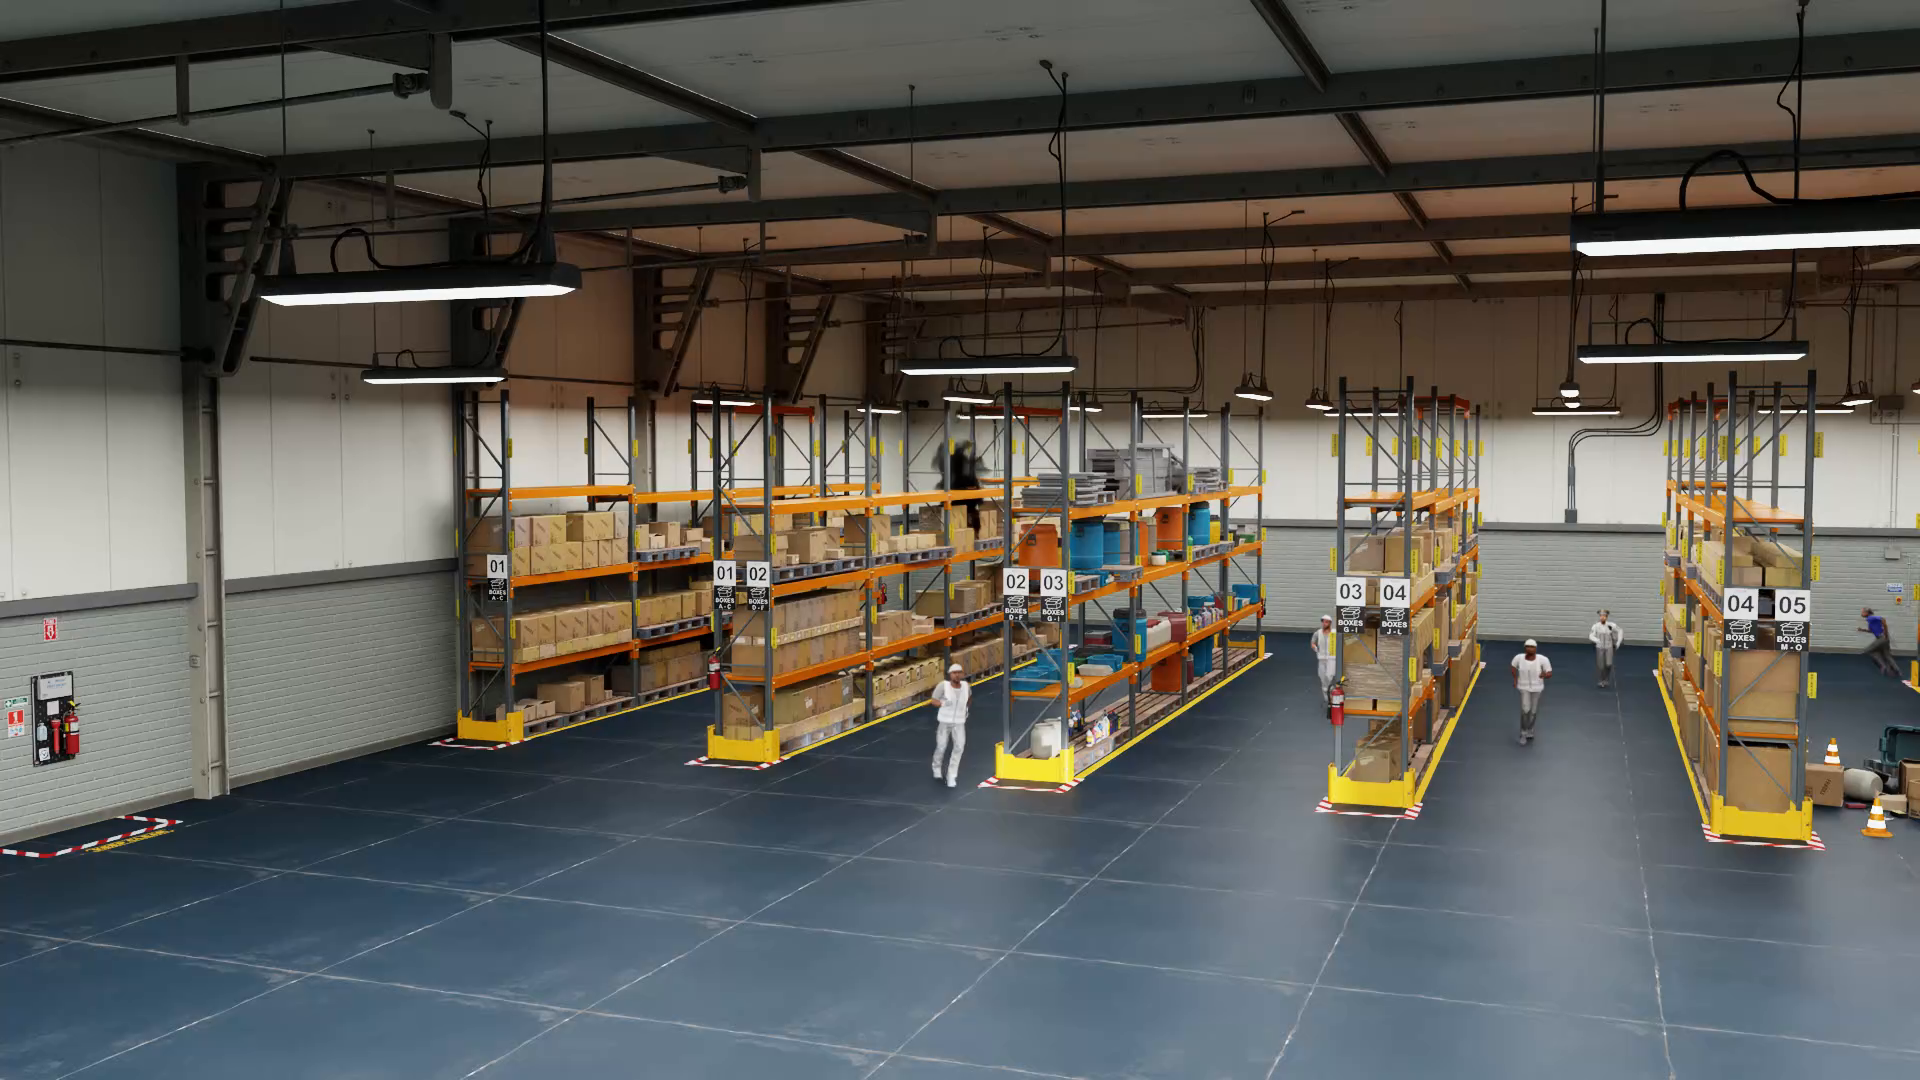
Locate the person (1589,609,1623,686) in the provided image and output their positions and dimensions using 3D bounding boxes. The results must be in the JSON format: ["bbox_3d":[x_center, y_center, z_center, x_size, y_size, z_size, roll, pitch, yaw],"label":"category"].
[{"bbox_3d":[13.414,2.253,34.556,0.628,1.639,0.758,2,3,26],"label":"person"}]

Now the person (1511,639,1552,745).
[{"bbox_3d":[9.698,2.585,28.225,0.661,1.825,0.749,1,3,16],"label":"person"}]

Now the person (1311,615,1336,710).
[{"bbox_3d":[7.109,2.351,32.169,0.661,1.812,0.756,2,4,30],"label":"person"}]

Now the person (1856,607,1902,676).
[{"bbox_3d":[20.129,2.266,36.421,0.918,1.458,0.603,2,4,28],"label":"person"}]

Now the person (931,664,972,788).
[{"bbox_3d":[-0.113,2.758,24.805,0.677,1.842,0.758,-1,3,-13],"label":"person"}]
